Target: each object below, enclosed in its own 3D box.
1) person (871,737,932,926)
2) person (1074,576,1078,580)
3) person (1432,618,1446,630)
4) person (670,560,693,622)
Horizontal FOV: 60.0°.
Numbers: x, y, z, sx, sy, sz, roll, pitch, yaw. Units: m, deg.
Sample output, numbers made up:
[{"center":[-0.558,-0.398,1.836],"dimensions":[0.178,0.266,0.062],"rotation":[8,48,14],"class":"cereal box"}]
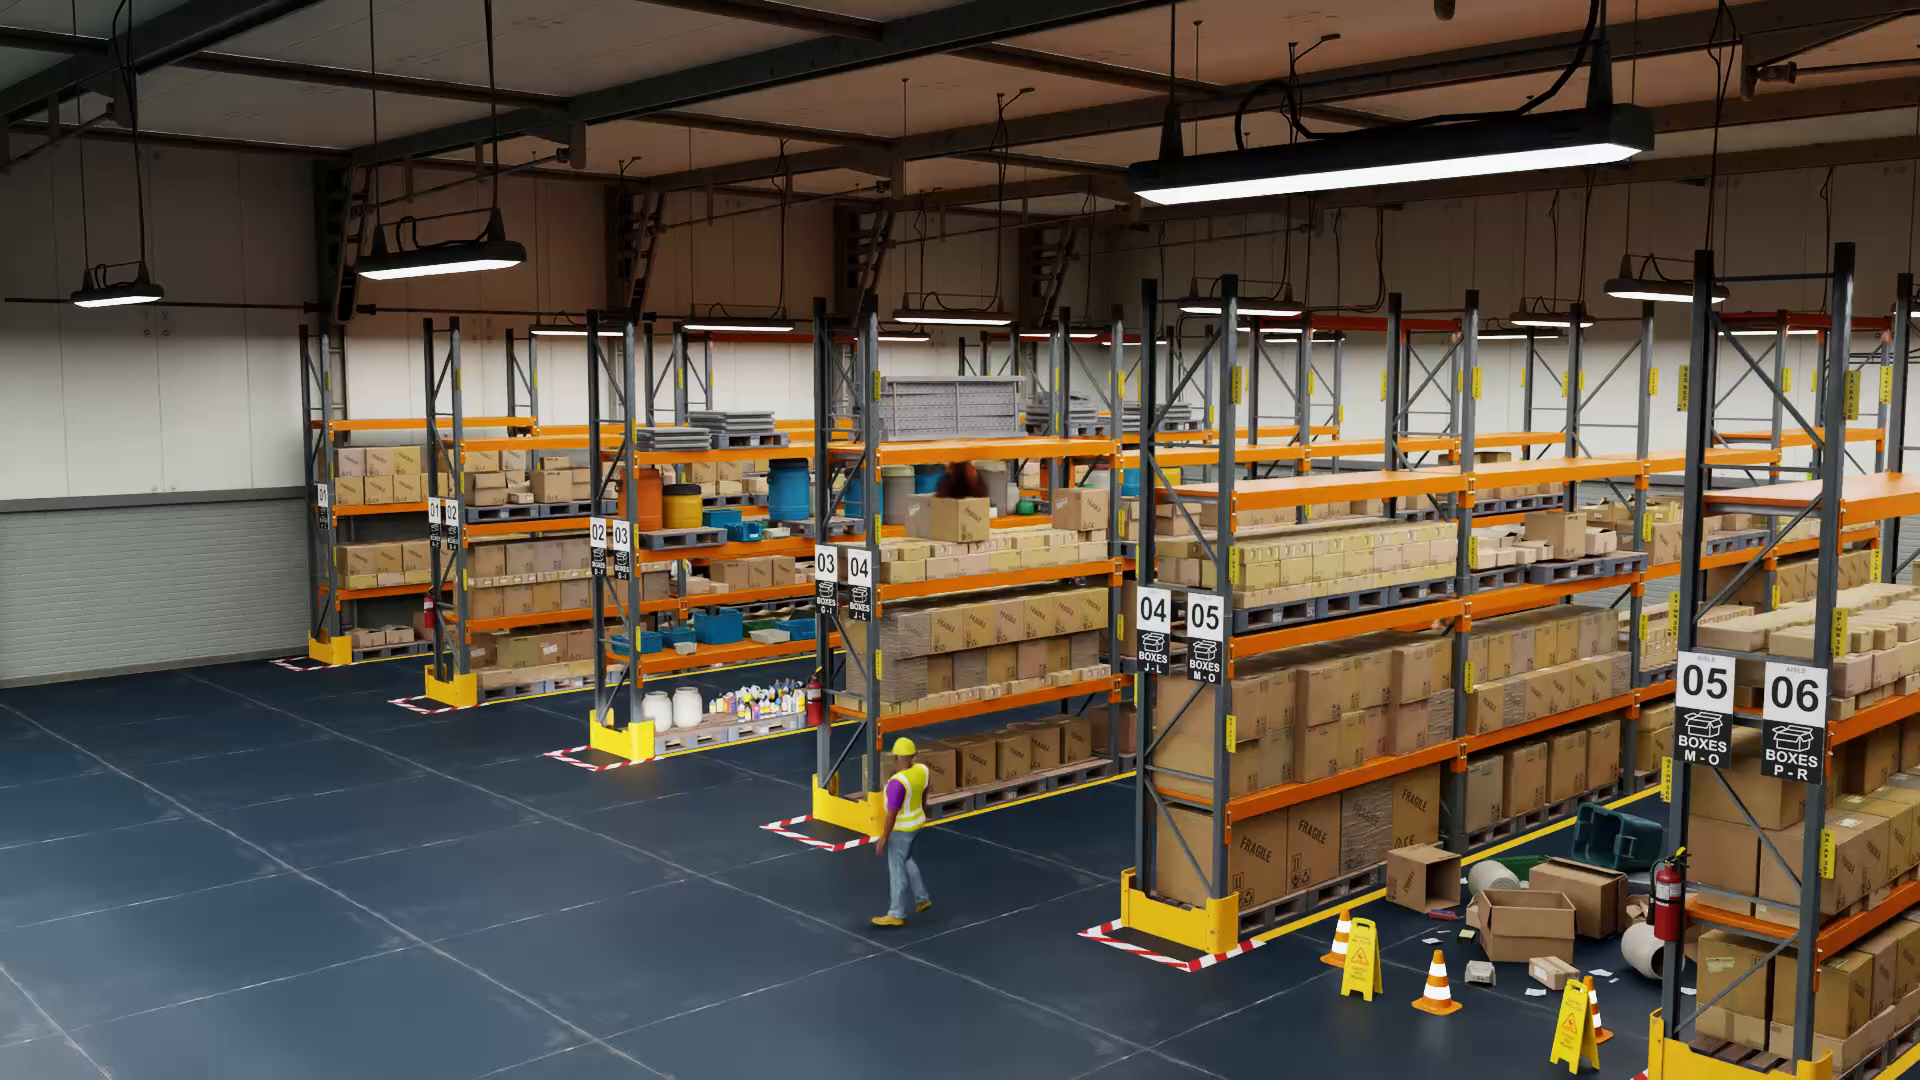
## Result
[{"center":[-0.535,2.713,15.610],"dimensions":[0.468,1.777,0.673],"rotation":[2,6,21],"class":"person"},{"center":[3.081,0.227,40.107],"dimensions":[0.550,1.740,0.637],"rotation":[-4,7,-36],"class":"person"},{"center":[6.926,1.904,24.262],"dimensions":[1.004,1.623,0.476],"rotation":[-5,7,-38],"class":"person"},{"center":[-5.543,1.004,33.129],"dimensions":[0.391,1.728,0.463],"rotation":[5,8,43],"class":"person"}]
